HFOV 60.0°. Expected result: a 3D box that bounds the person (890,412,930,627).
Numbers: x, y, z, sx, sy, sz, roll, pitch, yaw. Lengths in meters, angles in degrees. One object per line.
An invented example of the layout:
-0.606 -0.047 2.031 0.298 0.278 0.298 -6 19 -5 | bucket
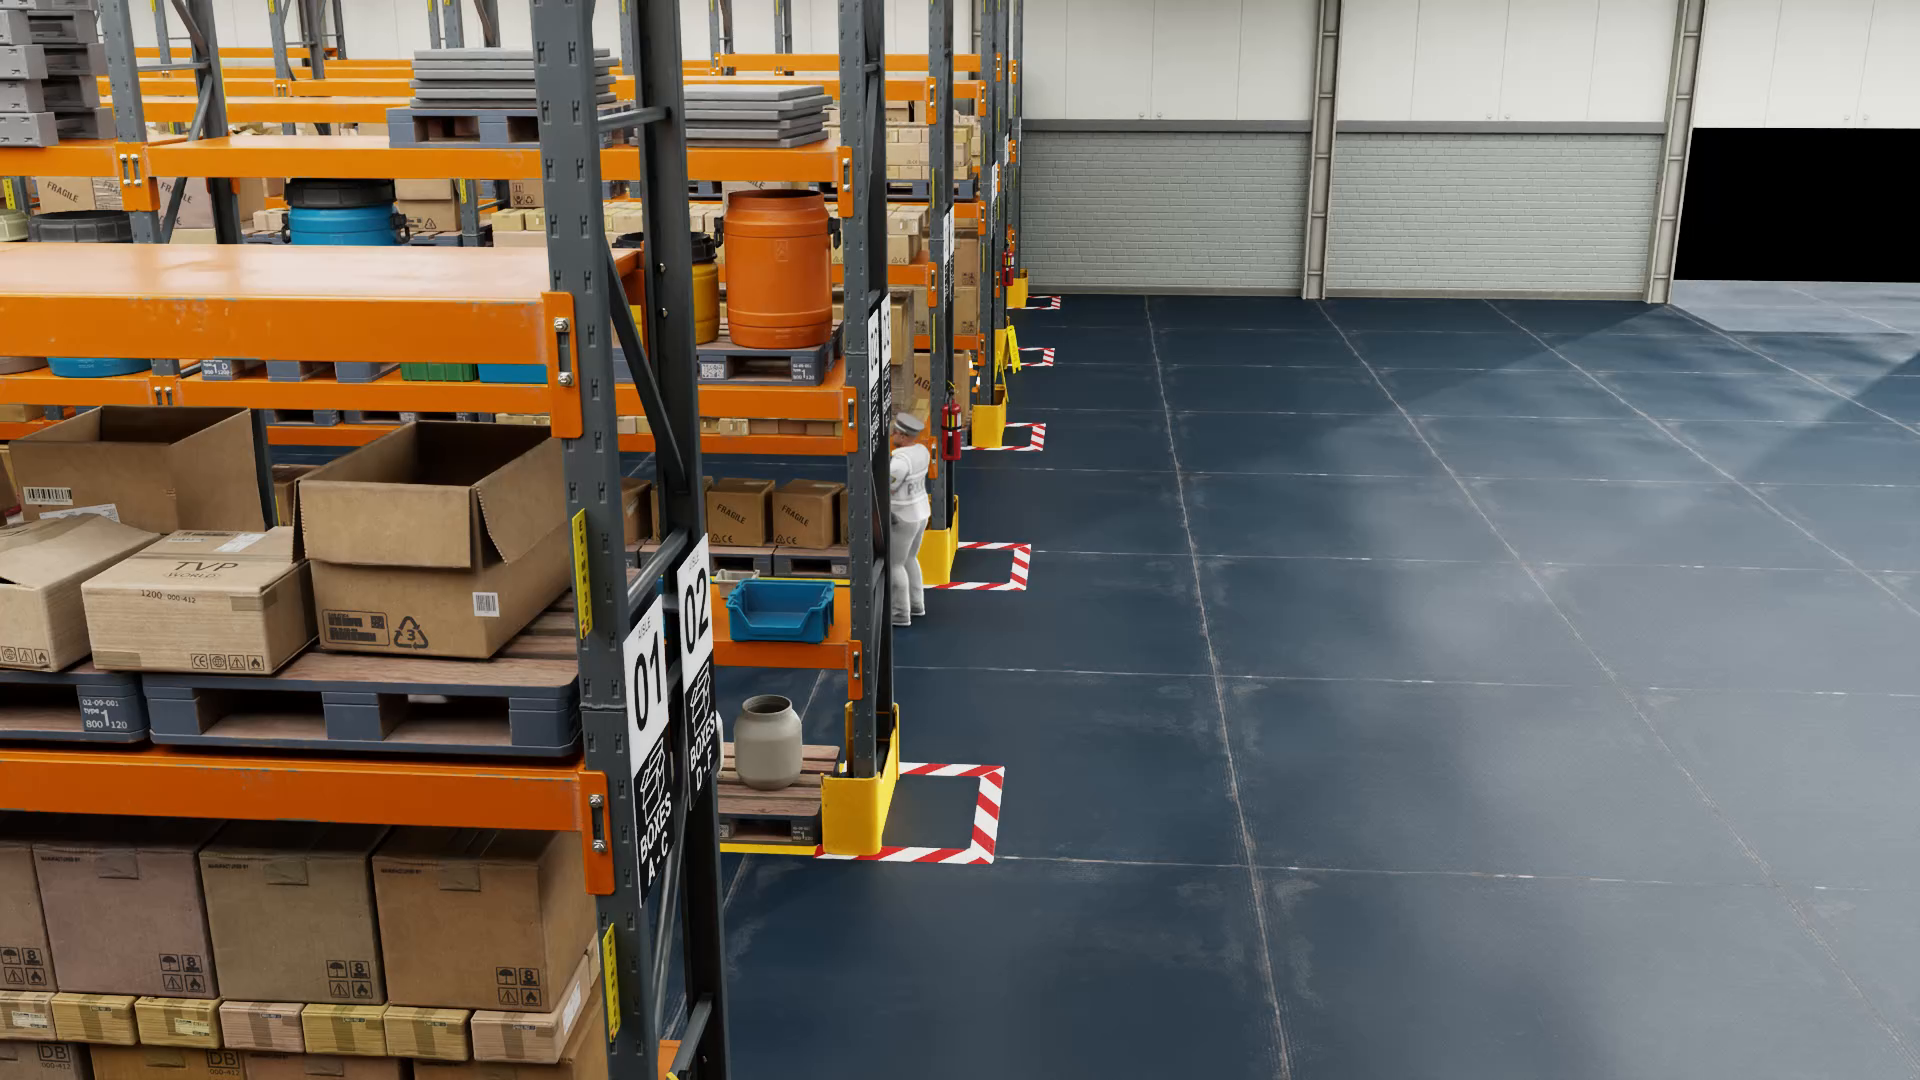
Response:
-0.542 -0.188 13.596 0.562 1.772 0.504 7 19 22 | person
